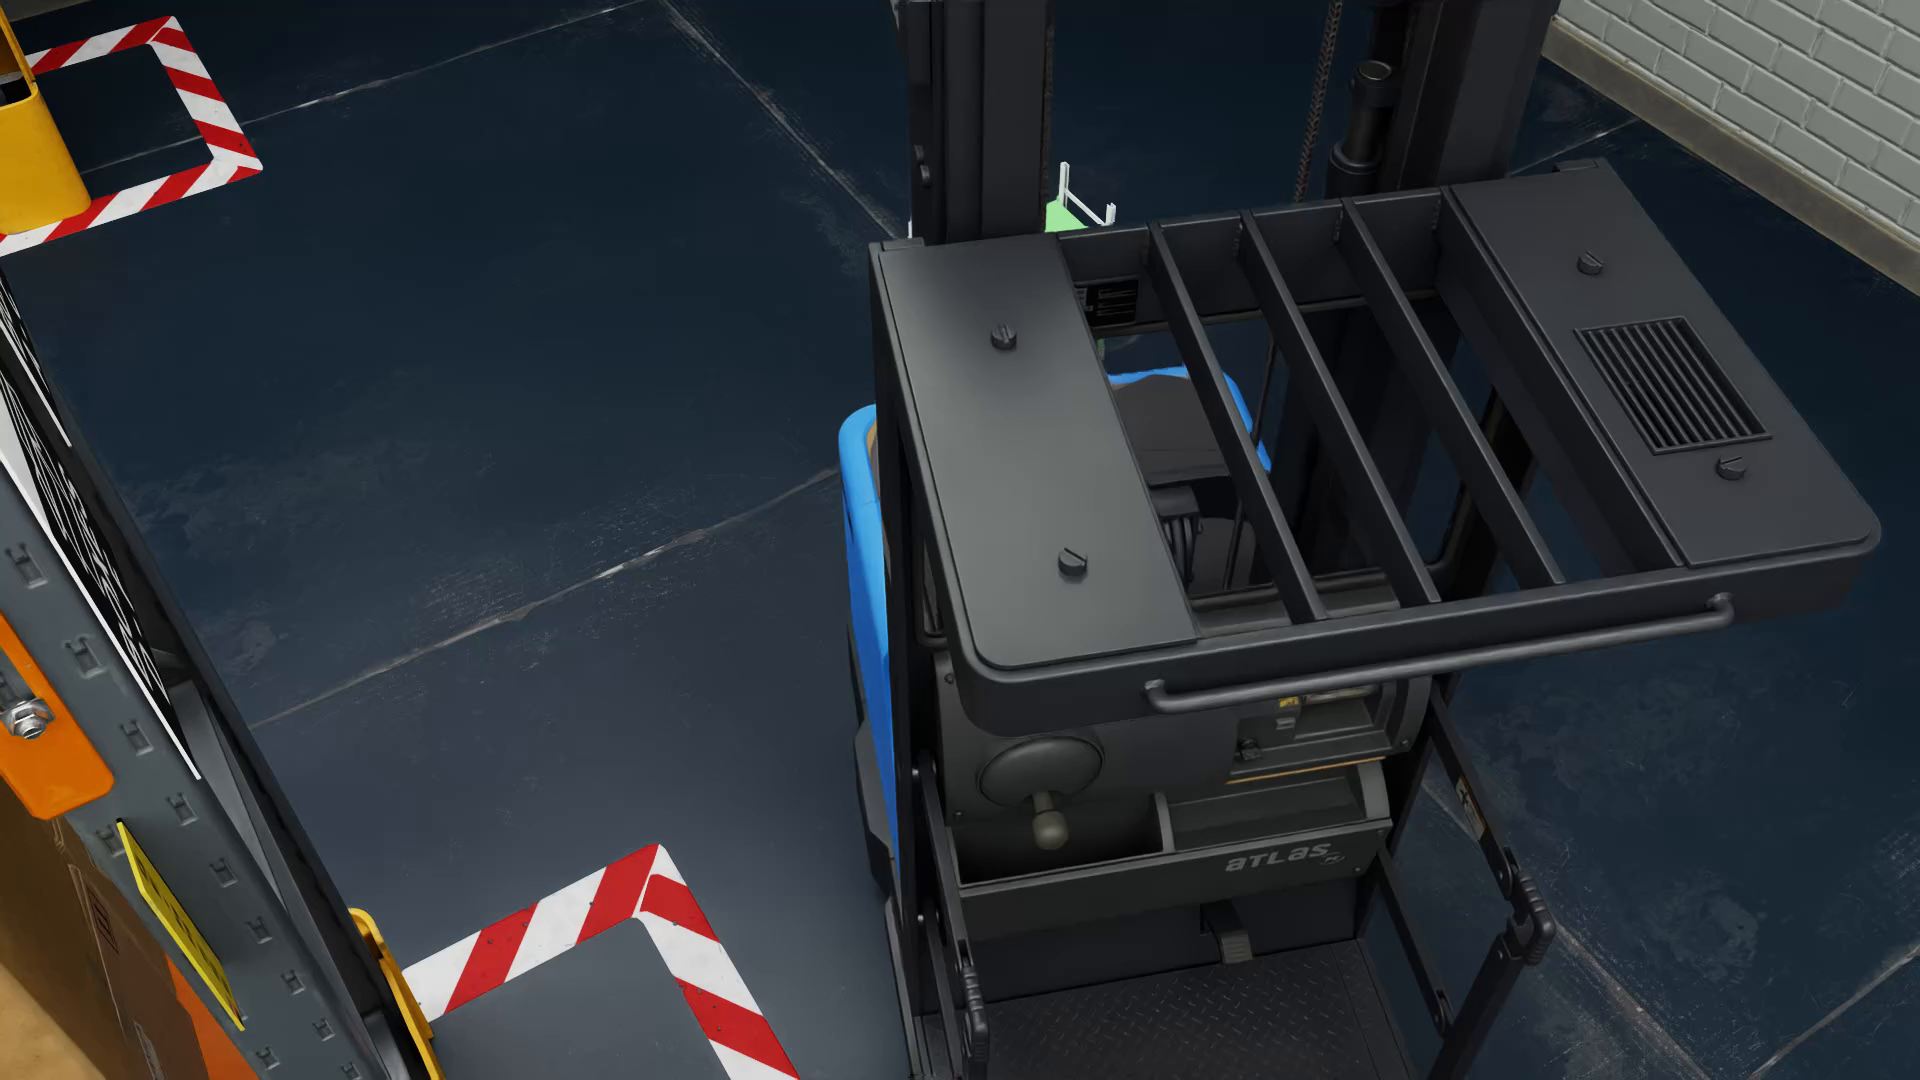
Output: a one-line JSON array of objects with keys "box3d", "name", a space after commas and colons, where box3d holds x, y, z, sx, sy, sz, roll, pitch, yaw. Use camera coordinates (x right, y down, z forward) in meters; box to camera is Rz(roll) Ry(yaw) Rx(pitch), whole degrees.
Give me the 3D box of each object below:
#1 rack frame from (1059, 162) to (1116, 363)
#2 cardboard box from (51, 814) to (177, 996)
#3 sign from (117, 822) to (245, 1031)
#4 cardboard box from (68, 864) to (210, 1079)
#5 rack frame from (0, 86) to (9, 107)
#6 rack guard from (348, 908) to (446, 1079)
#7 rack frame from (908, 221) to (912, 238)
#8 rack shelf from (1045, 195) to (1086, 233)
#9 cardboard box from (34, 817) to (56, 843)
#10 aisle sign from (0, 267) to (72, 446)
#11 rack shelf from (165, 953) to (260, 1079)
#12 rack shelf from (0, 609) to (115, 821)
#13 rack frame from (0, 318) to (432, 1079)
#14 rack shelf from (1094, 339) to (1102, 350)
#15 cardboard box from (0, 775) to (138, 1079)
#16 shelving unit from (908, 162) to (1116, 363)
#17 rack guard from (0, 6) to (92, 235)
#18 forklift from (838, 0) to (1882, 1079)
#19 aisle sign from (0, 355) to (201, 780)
[{"box3d": [0.346, -0.562, 4.947, 0.015, 1.200, 0.240, -25, 53, -21], "name": "rack frame"}, {"box3d": [-1.665, 0.547, 2.687, 0.500, 0.500, 0.500, -24, 53, -20], "name": "cardboard box"}, {"box3d": [-0.870, 0.439, 1.864, 0.005, 0.325, 0.100, -25, 53, -21], "name": "sign"}, {"box3d": [-1.382, 0.888, 2.384, 0.500, 0.500, 0.500, -24, 52, -20], "name": "cardboard box"}, {"box3d": [-3.795, -2.557, 5.518, 0.127, 3.000, 1.000, -25, 53, -21], "name": "rack frame"}, {"box3d": [-1.213, 1.432, 3.640, 0.348, 0.500, 1.175, -25, 53, -21], "name": "rack guard"}, {"box3d": [-0.066, -0.368, 4.774, 0.015, 1.200, 0.240, -25, 53, -21], "name": "rack frame"}, {"box3d": [0.140, -0.742, 4.550, 0.480, 0.148, 0.258, -25, 53, -21], "name": "rack shelf"}, {"box3d": [-1.665, 0.215, 2.314, 0.500, 0.500, 0.500, -24, 52, -20], "name": "cardboard box"}, {"box3d": [-1.248, -0.507, 1.952, 0.004, 0.787, 0.394, -25, 53, -21], "name": "aisle sign"}, {"box3d": [-2.840, 1.607, 2.292, 4.000, 0.370, 1.077, -25, 53, -21], "name": "rack shelf"}, {"box3d": [-2.840, 0.609, 1.172, 4.000, 0.370, 1.077, -25, 53, -21], "name": "rack shelf"}, {"box3d": [-1.149, 0.570, 2.733, 0.127, 3.000, 1.000, -25, 53, -21], "name": "rack frame"}, {"box3d": [0.140, -0.582, 4.729, 0.480, 0.148, 0.258, -25, 53, -21], "name": "rack shelf"}, {"box3d": [-1.378, 0.556, 2.010, 0.500, 0.500, 0.500, -26, 53, -21], "name": "cardboard box"}, {"box3d": [0.140, -0.465, 4.861, 0.503, 1.200, 0.258, -25, 53, -21], "name": "shelving unit"}, {"box3d": [-3.775, -1.735, 6.460, 0.348, 0.500, 1.175, -25, 53, -21], "name": "rack guard"}, {"box3d": [0.461, 0.426, 2.908, 1.130, 2.935, 3.031, -8, 49, -7], "name": "forklift"}, {"box3d": [-0.928, -0.128, 1.614, 0.004, 0.787, 0.394, -25, 53, -21], "name": "aisle sign"}]
